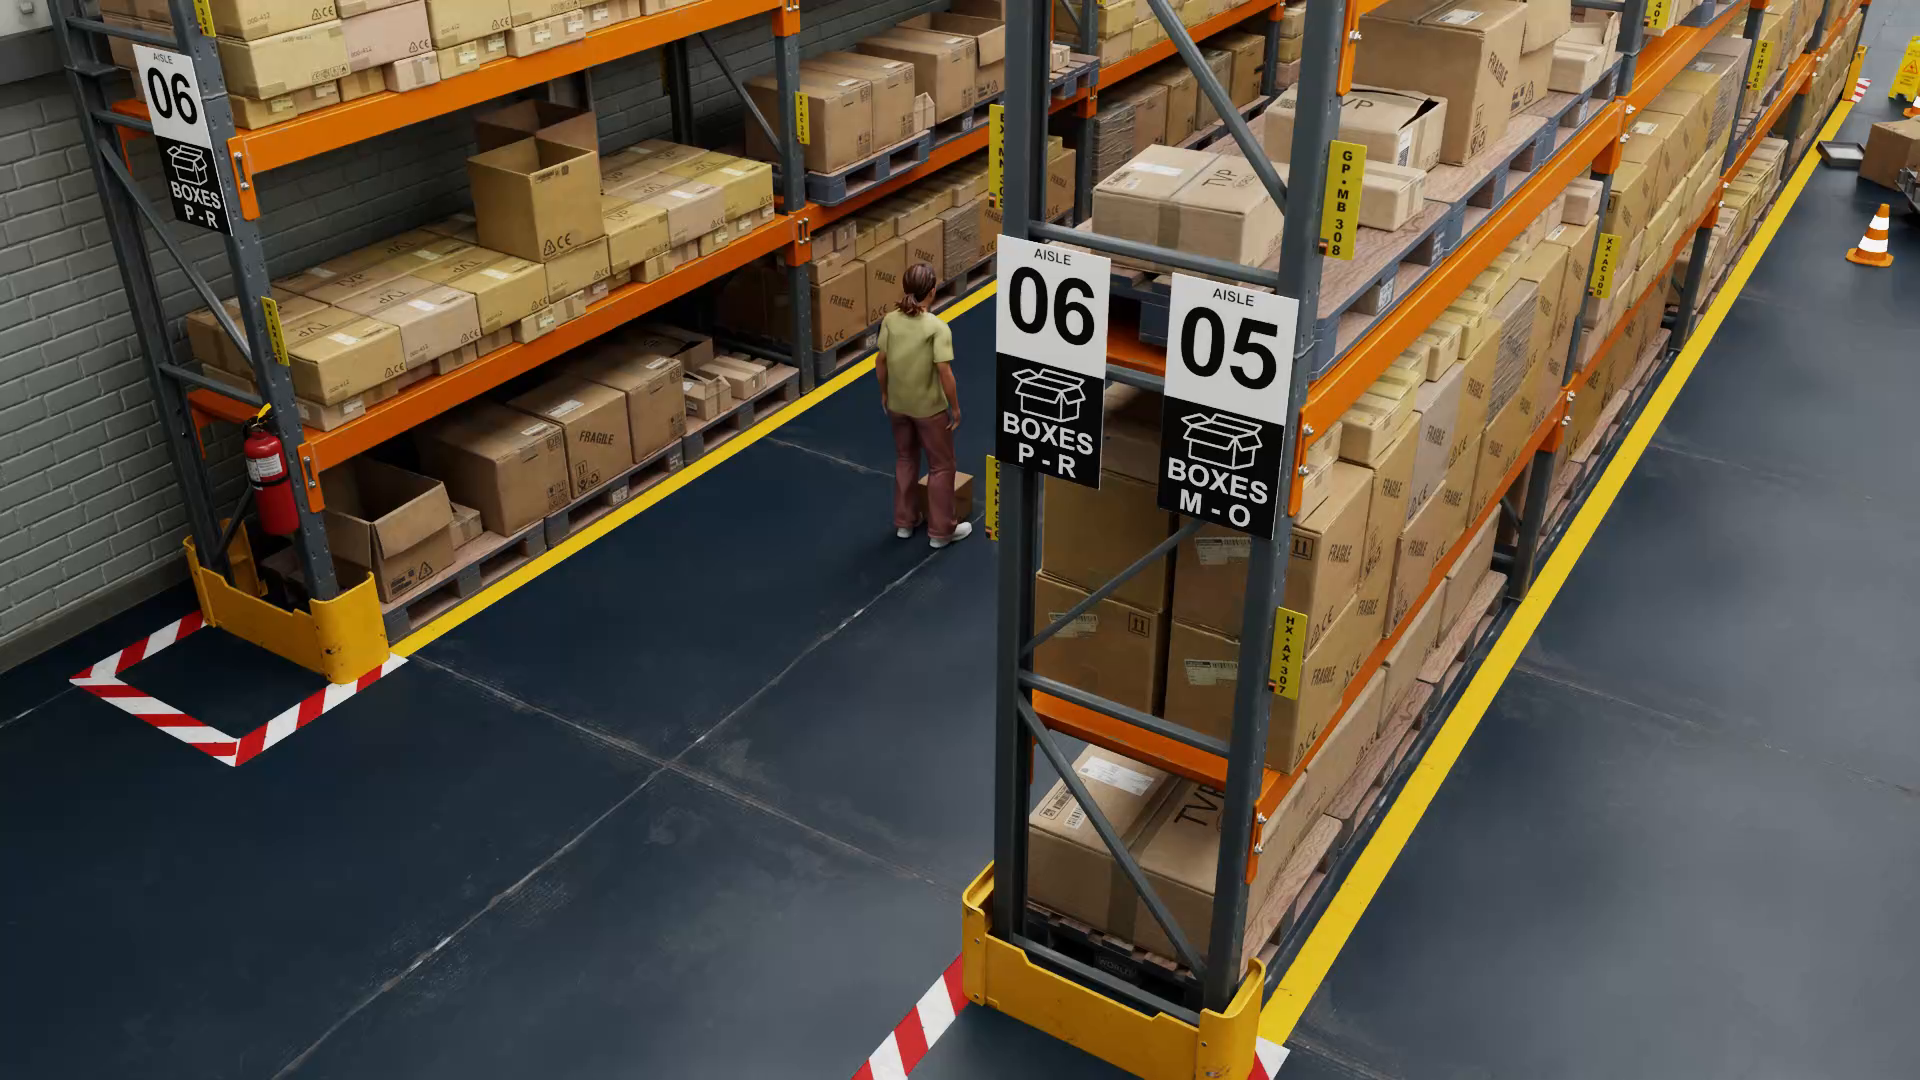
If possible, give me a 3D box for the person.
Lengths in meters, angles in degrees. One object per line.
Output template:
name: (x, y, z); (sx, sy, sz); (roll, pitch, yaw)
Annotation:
person: (-0.221, -0.763, 9.475); (0.520, 1.673, 0.357); (16, 34, 25)
